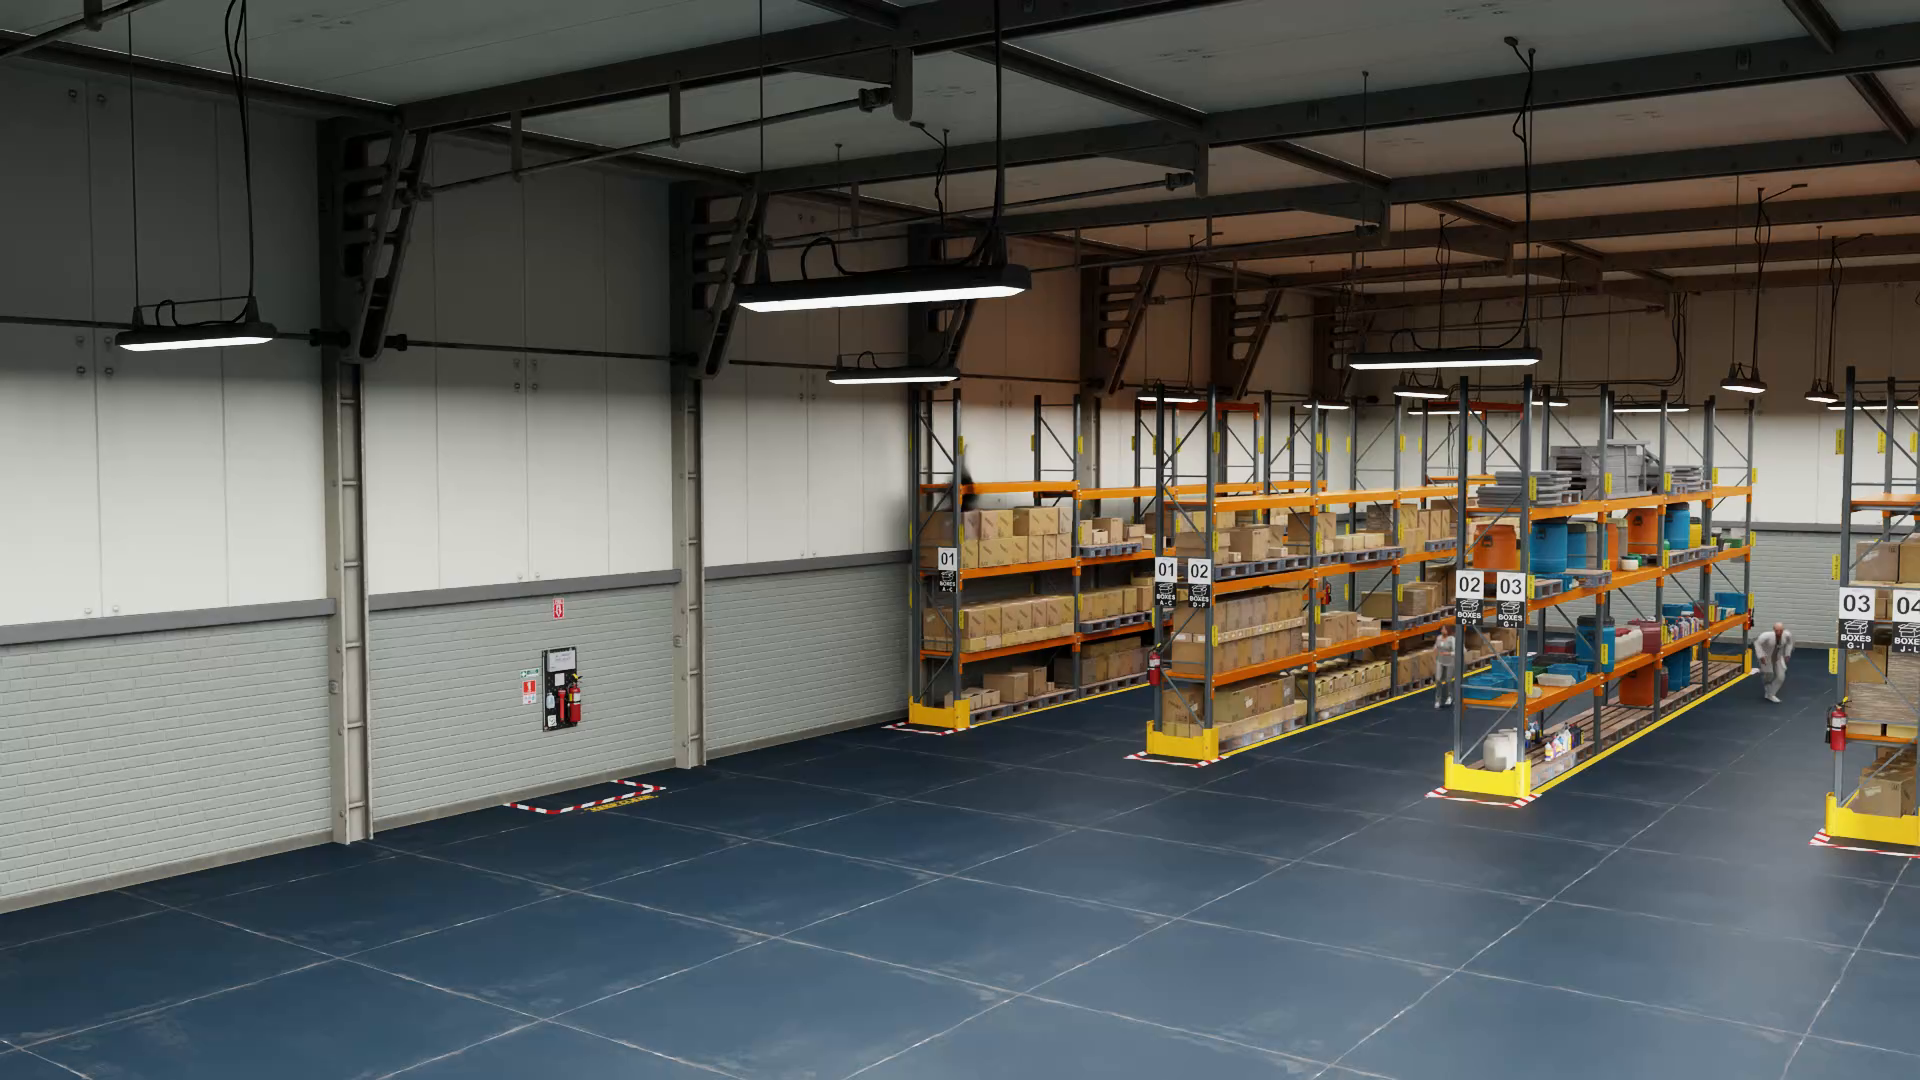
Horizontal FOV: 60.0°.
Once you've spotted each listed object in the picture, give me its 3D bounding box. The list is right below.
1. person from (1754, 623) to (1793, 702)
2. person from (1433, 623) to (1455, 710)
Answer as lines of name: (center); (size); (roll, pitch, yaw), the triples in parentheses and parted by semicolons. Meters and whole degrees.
person: (15.924, 2.368, 32.664); (0.721, 1.579, 1.046); (1, 3, 9)
person: (9.238, 2.400, 31.609); (0.515, 1.642, 0.705); (2, 4, 30)
